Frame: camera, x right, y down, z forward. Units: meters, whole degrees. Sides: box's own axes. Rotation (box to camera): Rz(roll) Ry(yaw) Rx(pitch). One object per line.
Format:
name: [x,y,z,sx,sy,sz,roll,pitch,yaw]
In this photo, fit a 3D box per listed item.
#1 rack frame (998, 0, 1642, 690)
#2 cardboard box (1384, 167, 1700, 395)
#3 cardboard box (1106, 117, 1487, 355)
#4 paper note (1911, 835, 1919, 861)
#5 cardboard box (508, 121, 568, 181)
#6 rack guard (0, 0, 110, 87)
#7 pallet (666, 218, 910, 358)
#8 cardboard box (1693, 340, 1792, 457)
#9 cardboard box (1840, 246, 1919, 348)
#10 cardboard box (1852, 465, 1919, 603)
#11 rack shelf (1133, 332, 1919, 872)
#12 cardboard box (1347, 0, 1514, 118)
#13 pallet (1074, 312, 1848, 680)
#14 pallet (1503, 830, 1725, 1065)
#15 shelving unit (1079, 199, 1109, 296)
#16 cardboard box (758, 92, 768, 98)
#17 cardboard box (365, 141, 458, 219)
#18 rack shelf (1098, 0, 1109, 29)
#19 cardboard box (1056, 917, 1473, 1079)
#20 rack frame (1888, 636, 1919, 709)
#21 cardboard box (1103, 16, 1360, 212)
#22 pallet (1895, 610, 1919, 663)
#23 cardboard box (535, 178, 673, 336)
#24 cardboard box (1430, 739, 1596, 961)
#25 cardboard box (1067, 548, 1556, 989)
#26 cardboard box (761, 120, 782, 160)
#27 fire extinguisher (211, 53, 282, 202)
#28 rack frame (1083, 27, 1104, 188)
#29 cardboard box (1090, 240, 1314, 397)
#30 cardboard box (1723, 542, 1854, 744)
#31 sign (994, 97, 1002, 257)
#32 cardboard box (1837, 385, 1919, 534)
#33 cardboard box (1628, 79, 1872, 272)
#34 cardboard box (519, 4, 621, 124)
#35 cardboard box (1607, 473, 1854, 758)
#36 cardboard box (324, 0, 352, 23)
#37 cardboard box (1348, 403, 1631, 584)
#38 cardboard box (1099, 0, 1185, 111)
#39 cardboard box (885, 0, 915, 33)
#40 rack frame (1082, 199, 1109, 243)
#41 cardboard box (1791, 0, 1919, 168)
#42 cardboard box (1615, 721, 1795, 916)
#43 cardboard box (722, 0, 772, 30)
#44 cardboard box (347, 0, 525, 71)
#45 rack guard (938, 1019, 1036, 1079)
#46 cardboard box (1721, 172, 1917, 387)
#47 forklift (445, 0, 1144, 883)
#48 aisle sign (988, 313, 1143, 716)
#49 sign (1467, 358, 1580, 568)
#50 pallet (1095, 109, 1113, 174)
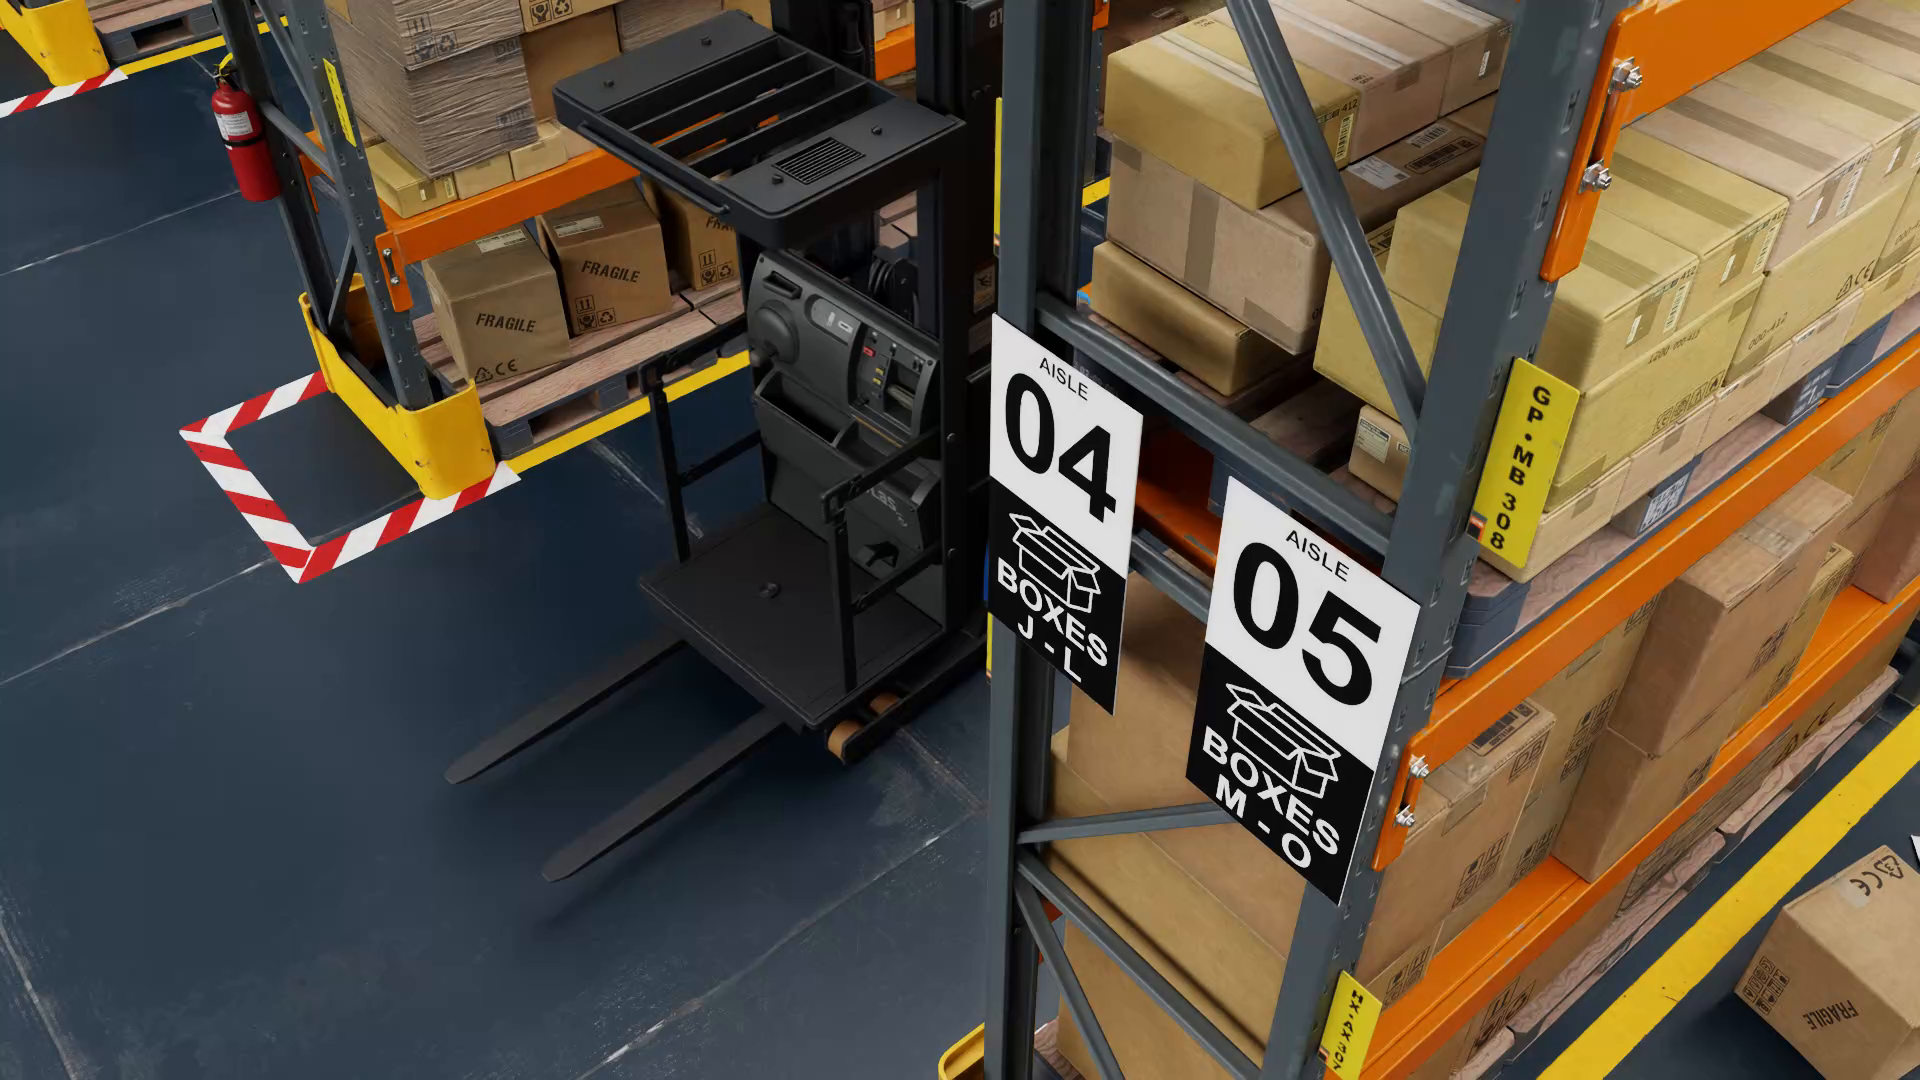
rack frame: [0.435,-1.143,1.947,0.127,3.000,1.000,-30,51,-28]
cardboard box: [0.895,-0.417,2.587,0.250,0.149,0.380,-29,50,-27]
cardboard box: [0.631,-0.654,3.131,0.500,0.250,0.500,-29,50,-27]
paper note: [3.568,1.140,6.067,0.147,0.020,0.142,7,44,7]
cardboard box: [-1.893,-1.715,7.122,0.250,0.149,0.380,-30,51,-28]
rack guard: [-5.820,-3.353,10.508,0.348,0.500,1.175,-30,51,-28]
pallet: [-1.031,-1.493,8.739,1.213,0.211,1.003,-30,51,-28]
cardboard box: [1.291,-0.351,3.099,0.250,0.149,0.380,-30,51,-28]
cardboard box: [1.678,-0.573,3.335,0.250,0.149,0.380,-30,51,-28]
cardboard box: [2.820,-0.346,5.371,0.550,0.550,0.875,-30,51,-28]
rack shelf: [1.969,-0.665,4.155,4.000,0.370,1.077,-30,51,-28]
cardboard box: [0.865,-0.985,3.192,0.250,0.149,0.380,-29,50,-27]
pallet: [0.997,-0.348,3.357,1.213,0.211,1.003,-30,51,-28]
pallet: [1.933,1.135,5.941,1.213,0.211,1.003,-30,51,-28]
shelving unit: [0.803,-1.150,7.433,0.587,1.500,1.083,34,53,31]
cardboard box: [-1.086,-2.121,7.555,0.250,0.149,0.380,-30,51,-28]
cardboard box: [-2.298,-1.513,6.907,0.250,0.149,0.380,-30,51,-28]
rack shelf: [1.932,-3.978,9.874,4.000,0.370,1.077,-30,51,-28]
cardboard box: [0.913,1.333,4.938,0.875,0.875,0.875,-29,51,-28]
rack frame: [3.503,-0.713,5.871,0.127,3.000,1.000,-30,51,-28]
cardboard box: [0.475,-0.764,2.956,0.250,0.149,0.380,-29,51,-28]
pallet: [4.047,-0.075,7.229,1.213,0.211,1.003,-30,51,-28]
cardboard box: [-1.744,-1.393,8.115,0.500,0.500,0.500,-17,46,-18]
cardboard box: [1.098,0.550,4.418,0.550,0.550,0.875,-30,51,-28]
cardboard box: [0.744,0.453,3.732,0.550,0.550,0.875,-30,51,-28]
cardboard box: [-0.795,-1.879,8.633,0.500,0.500,0.500,34,53,31]
fire extinguisher: [-3.053,-1.768,7.052,0.183,0.674,0.296,-30,51,-28]
rack frame: [0.398,-3.362,8.692,0.127,3.000,1.000,-30,51,-28]
cardboard box: [0.472,-0.471,3.227,0.250,0.149,0.380,-30,51,-28]
cardboard box: [1.988,0.115,4.880,0.500,0.550,0.875,-30,51,-28]
sign: [0.097,-0.634,3.008,0.005,0.325,0.100,-30,51,-28]
cardboard box: [2.348,-0.549,4.799,0.550,0.550,0.875,-30,51,-28]
cardboard box: [1.284,-0.639,2.824,0.250,0.149,0.380,-30,51,-28]
cardboard box: [-1.924,-2.259,7.228,0.500,0.500,0.875,-30,51,-28]
cardboard box: [1.624,-0.011,4.226,0.550,0.550,0.875,-30,51,-28]
cardboard box: [-2.407,-2.485,6.738,0.500,0.500,0.500,-30,51,-28]
cardboard box: [0.904,-0.129,2.863,0.250,0.149,0.380,-29,51,-28]
cardboard box: [0.883,-2.869,9.672,0.500,0.500,0.700,-34,53,-31]
cardboard box: [-0.403,-2.629,8.096,0.250,0.149,0.380,-30,51,-28]
rack frame: [0.438,-0.899,7.165,0.500,1.500,0.032,34,53,31]
cardboard box: [1.675,-0.863,3.062,0.250,0.149,0.380,-31,51,-29]
cardboard box: [2.287,0.546,5.776,0.875,0.875,0.875,-29,51,-28]
cardboard box: [-1.122,-2.670,7.665,0.500,0.500,0.875,-30,51,-28]
cardboard box: [-2.073,-2.213,6.448,0.500,0.500,0.500,-30,51,-28]
rack guard: [0.416,1.966,4.845,0.348,0.500,1.175,-30,51,-28]
cardboard box: [1.358,-0.593,3.066,0.500,0.250,0.500,-30,51,-28]
forklift: [-0.579,-0.622,5.825,1.130,2.935,3.031,34,53,31]
aisle sign: [0.188,-0.030,3.245,0.004,0.787,0.394,-30,51,-28]
sign: [0.786,-0.103,2.334,0.005,0.325,0.100,-30,51,-28]
pallet: [0.994,-2.688,10.012,1.213,0.211,1.003,-30,51,-28]
